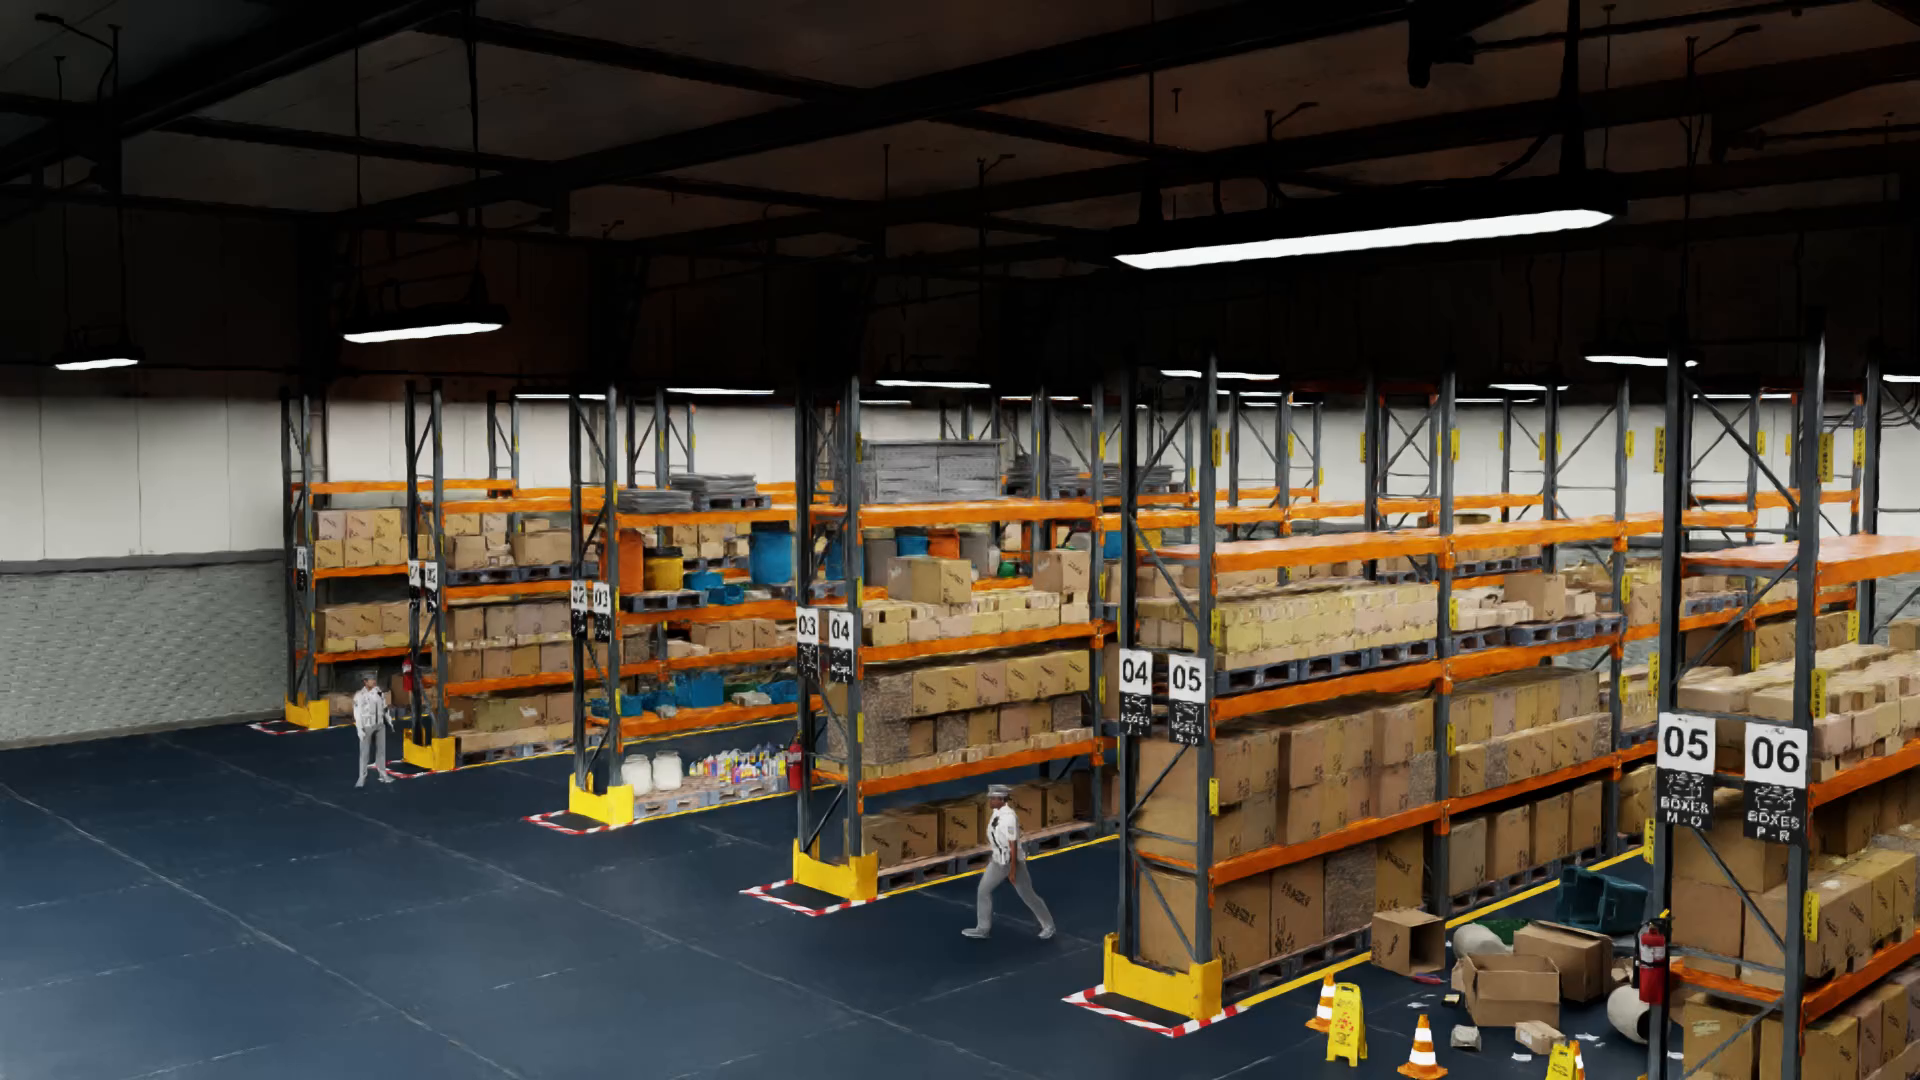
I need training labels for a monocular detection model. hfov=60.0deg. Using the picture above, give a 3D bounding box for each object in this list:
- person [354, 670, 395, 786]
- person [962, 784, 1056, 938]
[{"bbox_3d":[-8.624,2.745,24.458,0.365,1.684,0.602,3,5,40],"label":"person"},{"bbox_3d":[0.518,3.271,16.956,0.943,1.612,0.503,-1,4,-22],"label":"person"}]
